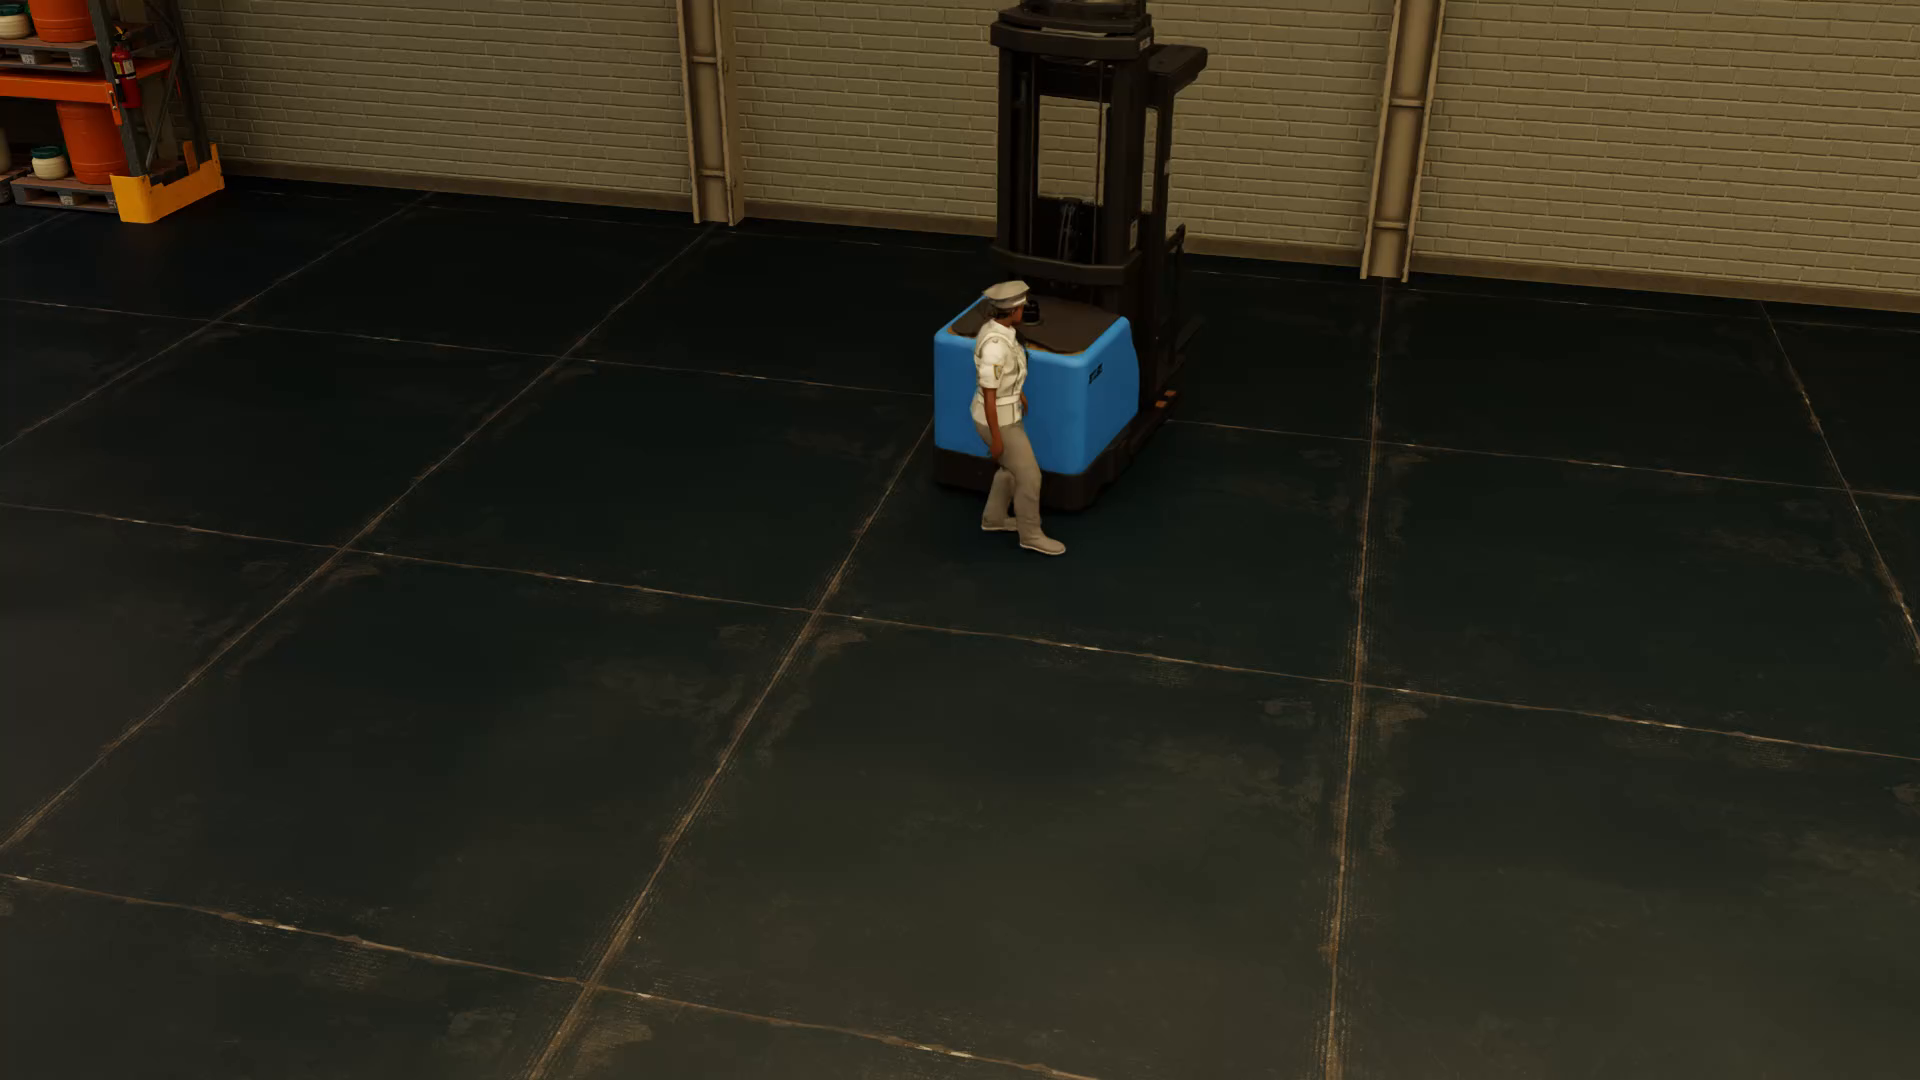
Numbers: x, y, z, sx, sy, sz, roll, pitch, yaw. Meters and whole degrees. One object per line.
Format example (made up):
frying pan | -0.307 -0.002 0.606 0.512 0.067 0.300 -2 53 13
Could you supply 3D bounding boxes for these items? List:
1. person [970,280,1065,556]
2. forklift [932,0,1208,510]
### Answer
person | 0.346 -0.718 9.767 0.575 1.615 0.675 0 30 0
forklift | 0.910 -2.164 10.990 1.130 2.935 3.031 13 32 22
